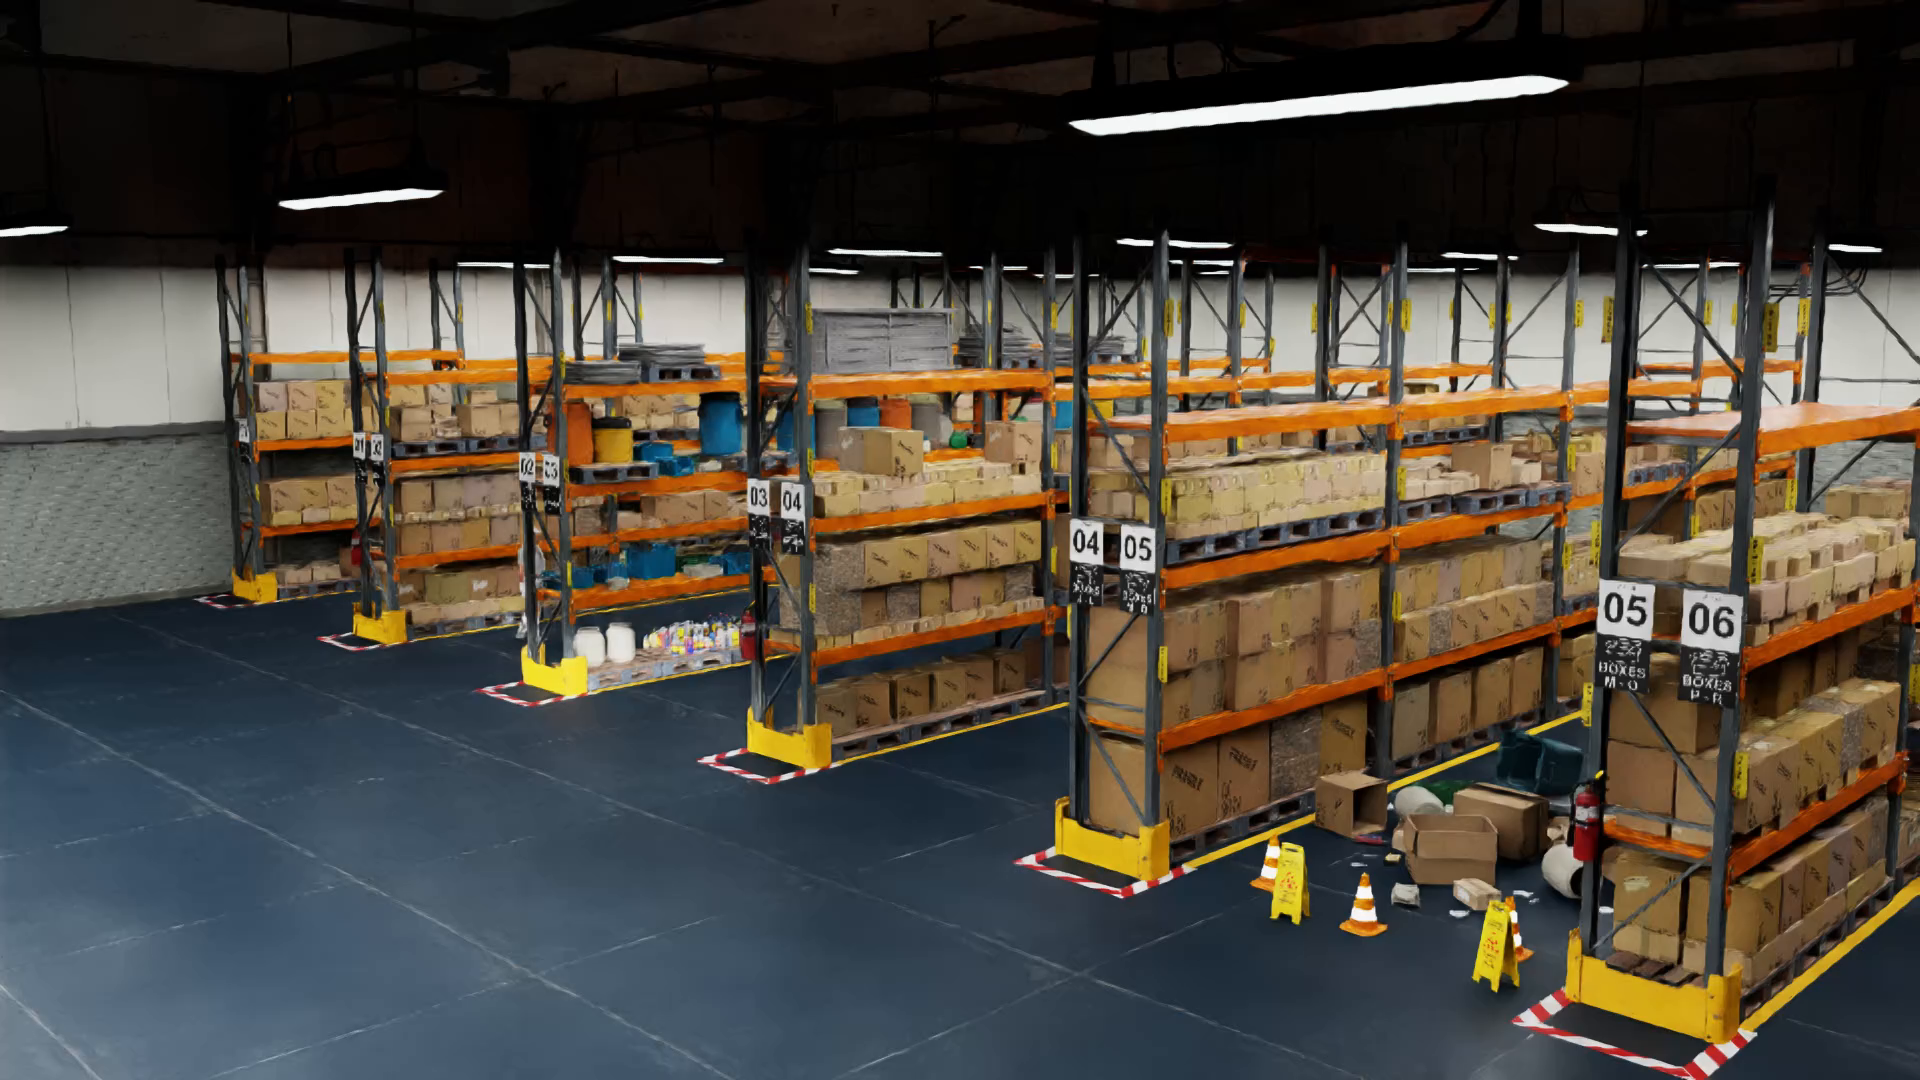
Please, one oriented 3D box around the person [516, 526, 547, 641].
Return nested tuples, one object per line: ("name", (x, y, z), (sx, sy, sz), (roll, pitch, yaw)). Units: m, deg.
("person", (-6.576, 0.673, 25.505), (0.443, 1.786, 0.594), (2, 8, 17))
